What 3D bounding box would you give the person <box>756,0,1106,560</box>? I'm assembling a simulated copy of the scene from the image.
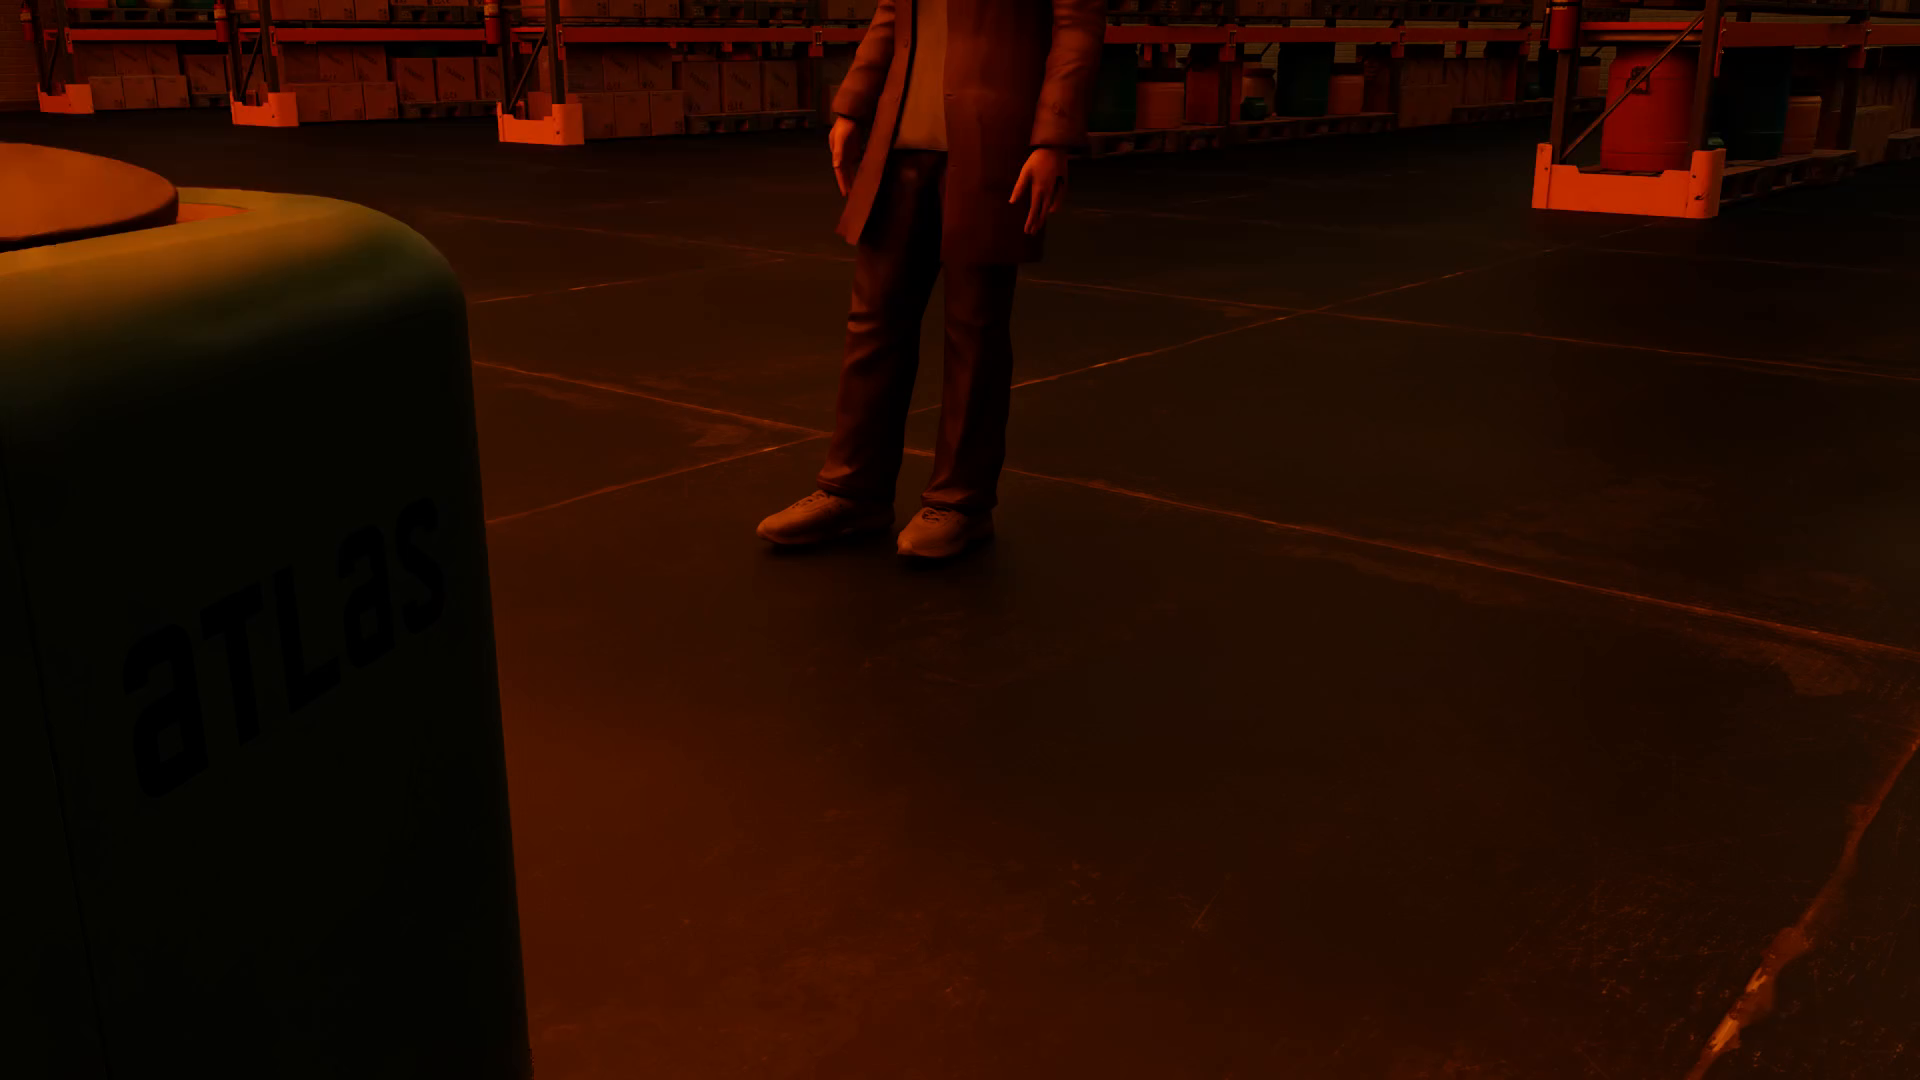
[{"bbox_3d":[-0.061,-0.838,3.616,0.698,1.778,0.579,13,21,37],"label":"person"}]
